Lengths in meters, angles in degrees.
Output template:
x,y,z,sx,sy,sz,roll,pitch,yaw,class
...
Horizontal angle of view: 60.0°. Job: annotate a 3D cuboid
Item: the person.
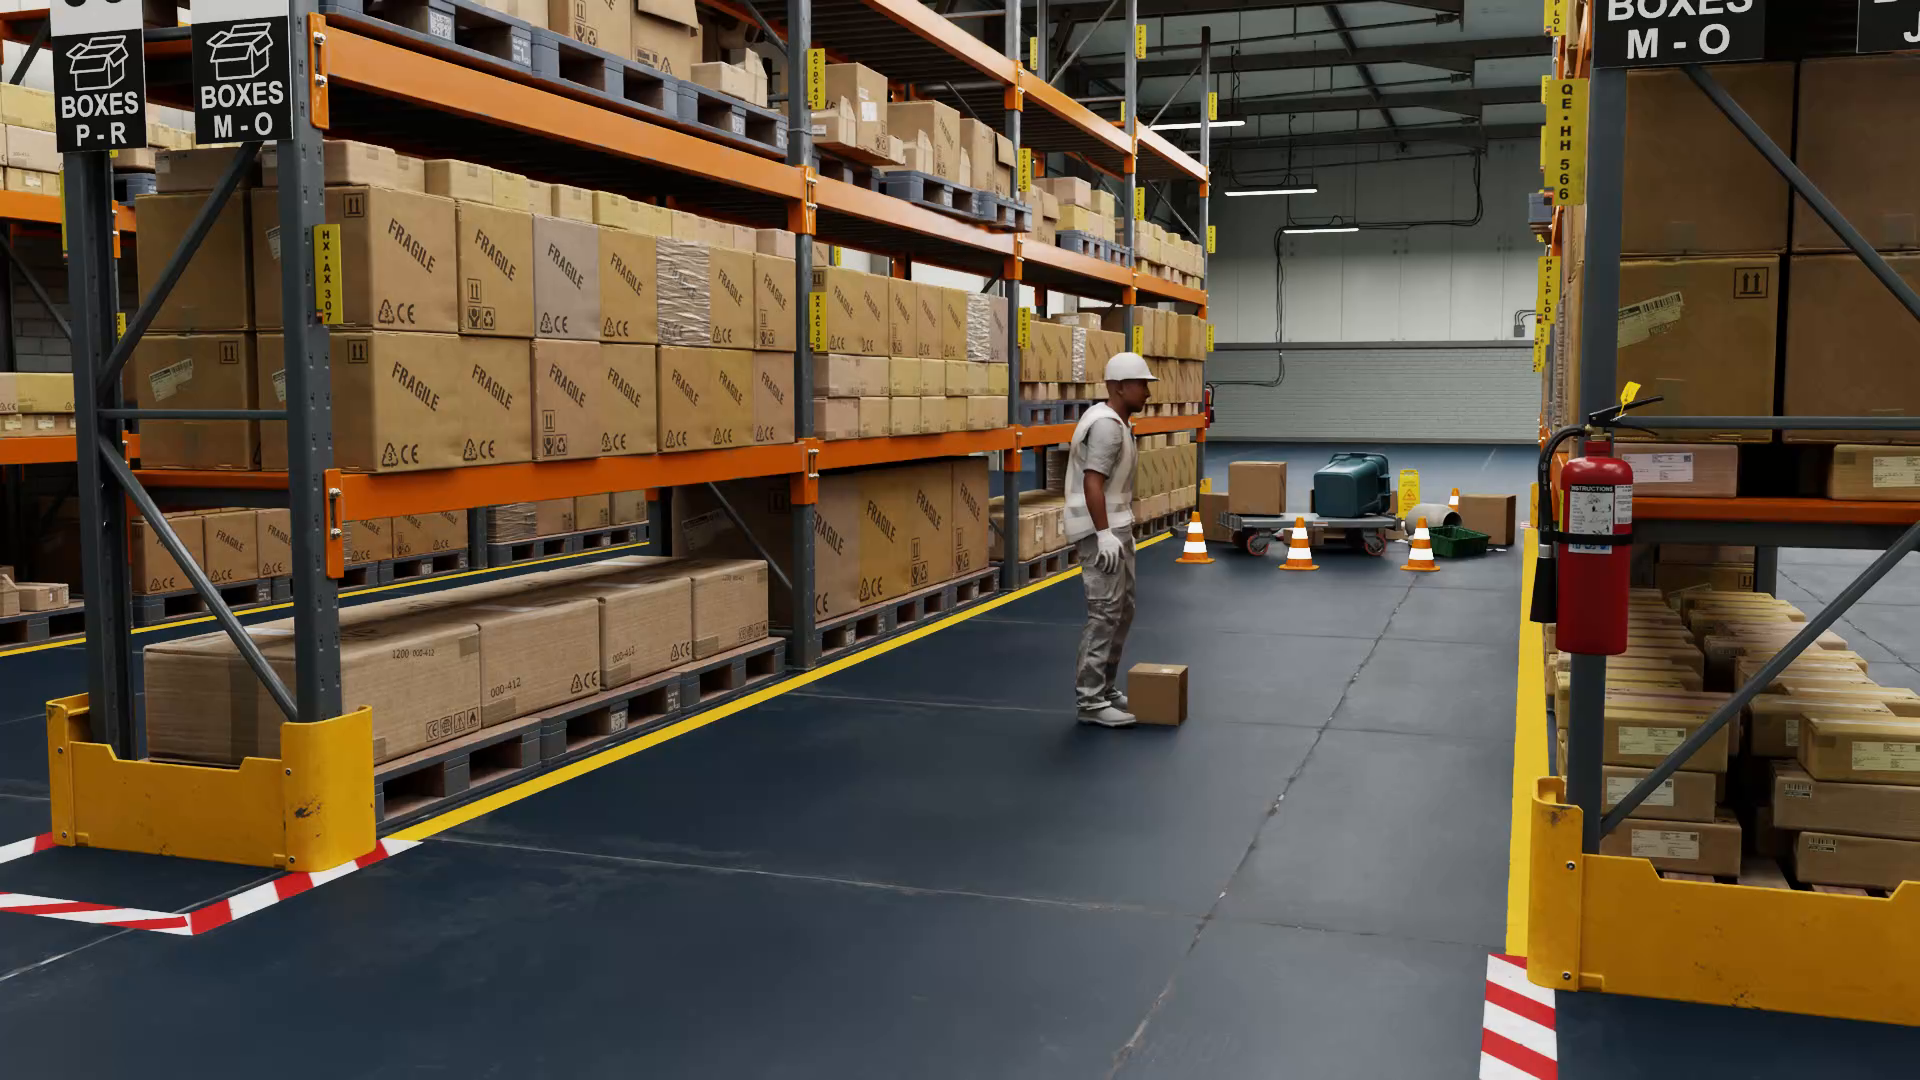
x,y,z,sx,sy,sz,roll,pitch,yaw,class
0.736,-0.018,8.073,0.447,1.775,0.628,1,5,15,person
